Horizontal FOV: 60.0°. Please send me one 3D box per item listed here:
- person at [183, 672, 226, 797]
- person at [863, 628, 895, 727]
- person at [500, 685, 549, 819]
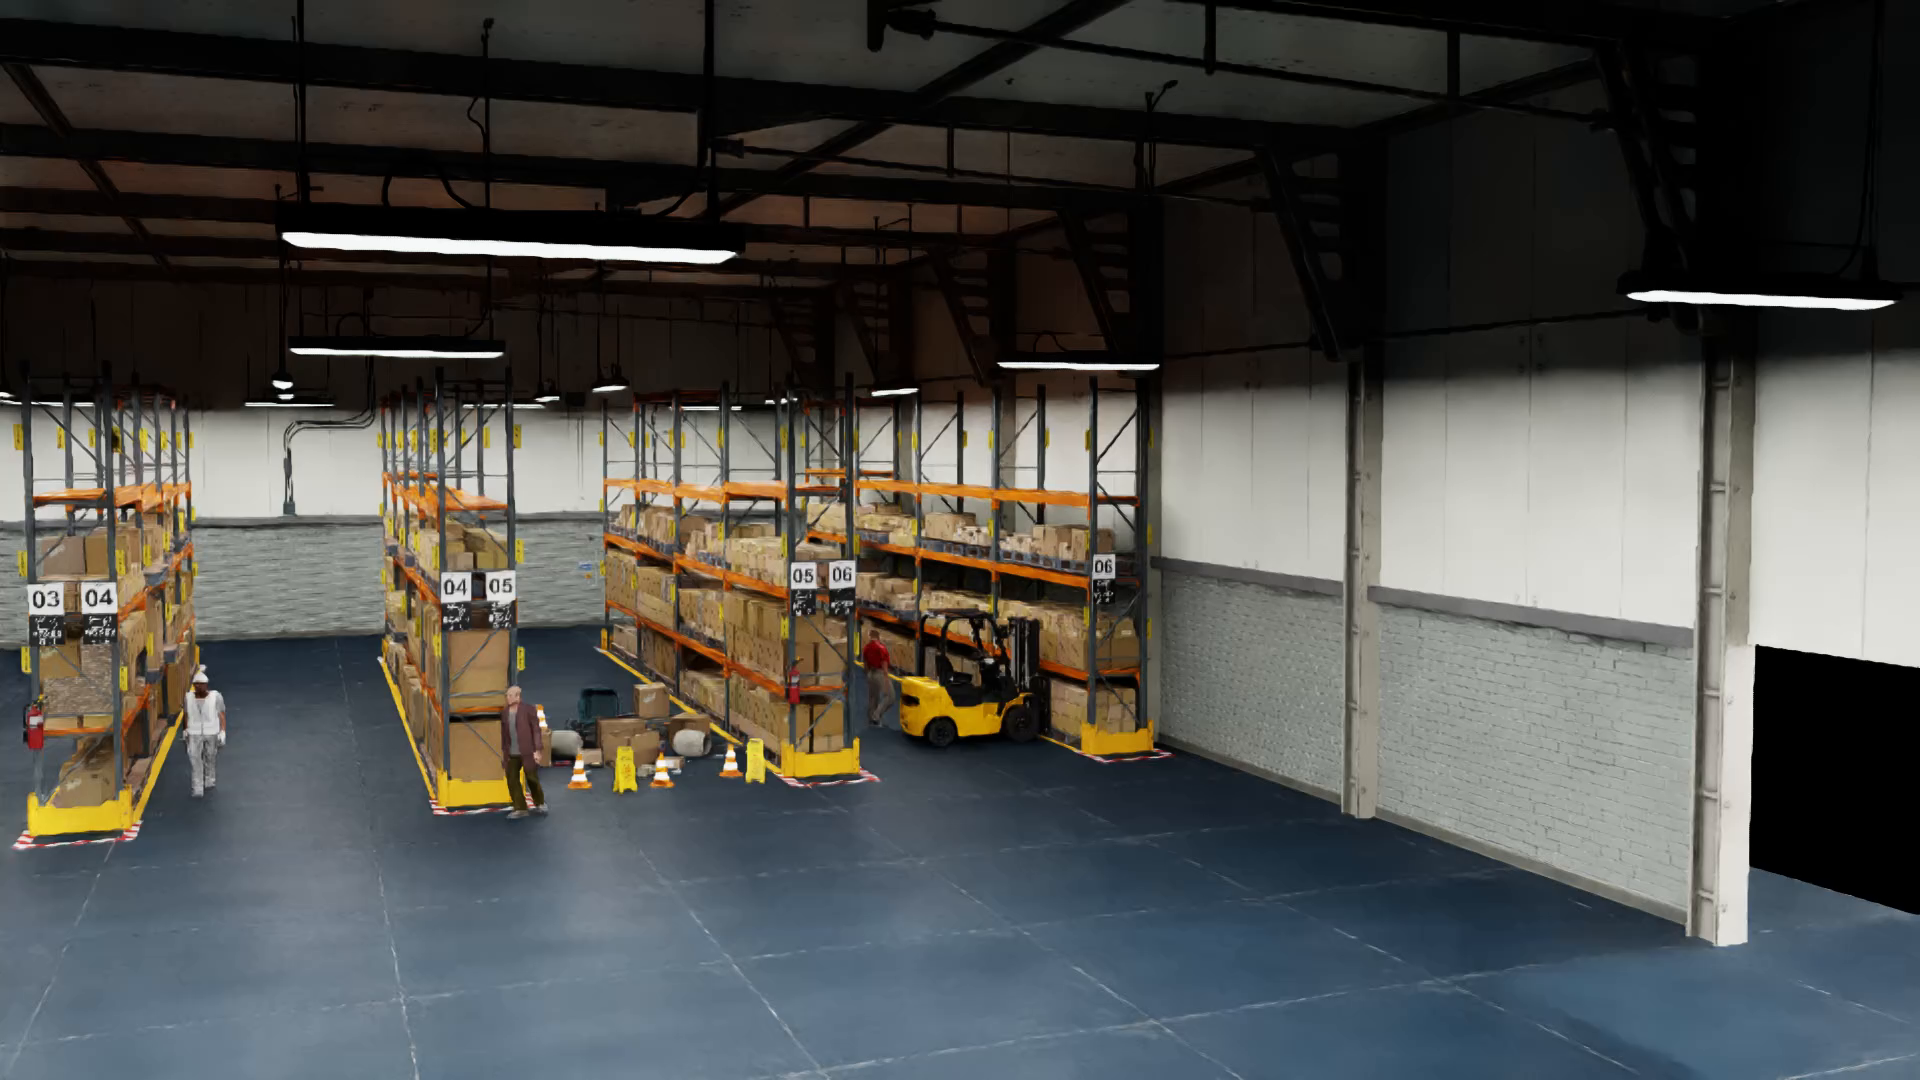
[{"bbox_3d":[-10.677,2.714,23.497,0.577,1.716,1.033,-1,4,-23],"label":"person"},{"bbox_3d":[-1.448,2.400,28.923,0.578,1.725,0.459,3,5,41],"label":"person"},{"bbox_3d":[-5.802,2.793,22.093,0.619,1.768,0.594,1,4,14],"label":"person"}]
